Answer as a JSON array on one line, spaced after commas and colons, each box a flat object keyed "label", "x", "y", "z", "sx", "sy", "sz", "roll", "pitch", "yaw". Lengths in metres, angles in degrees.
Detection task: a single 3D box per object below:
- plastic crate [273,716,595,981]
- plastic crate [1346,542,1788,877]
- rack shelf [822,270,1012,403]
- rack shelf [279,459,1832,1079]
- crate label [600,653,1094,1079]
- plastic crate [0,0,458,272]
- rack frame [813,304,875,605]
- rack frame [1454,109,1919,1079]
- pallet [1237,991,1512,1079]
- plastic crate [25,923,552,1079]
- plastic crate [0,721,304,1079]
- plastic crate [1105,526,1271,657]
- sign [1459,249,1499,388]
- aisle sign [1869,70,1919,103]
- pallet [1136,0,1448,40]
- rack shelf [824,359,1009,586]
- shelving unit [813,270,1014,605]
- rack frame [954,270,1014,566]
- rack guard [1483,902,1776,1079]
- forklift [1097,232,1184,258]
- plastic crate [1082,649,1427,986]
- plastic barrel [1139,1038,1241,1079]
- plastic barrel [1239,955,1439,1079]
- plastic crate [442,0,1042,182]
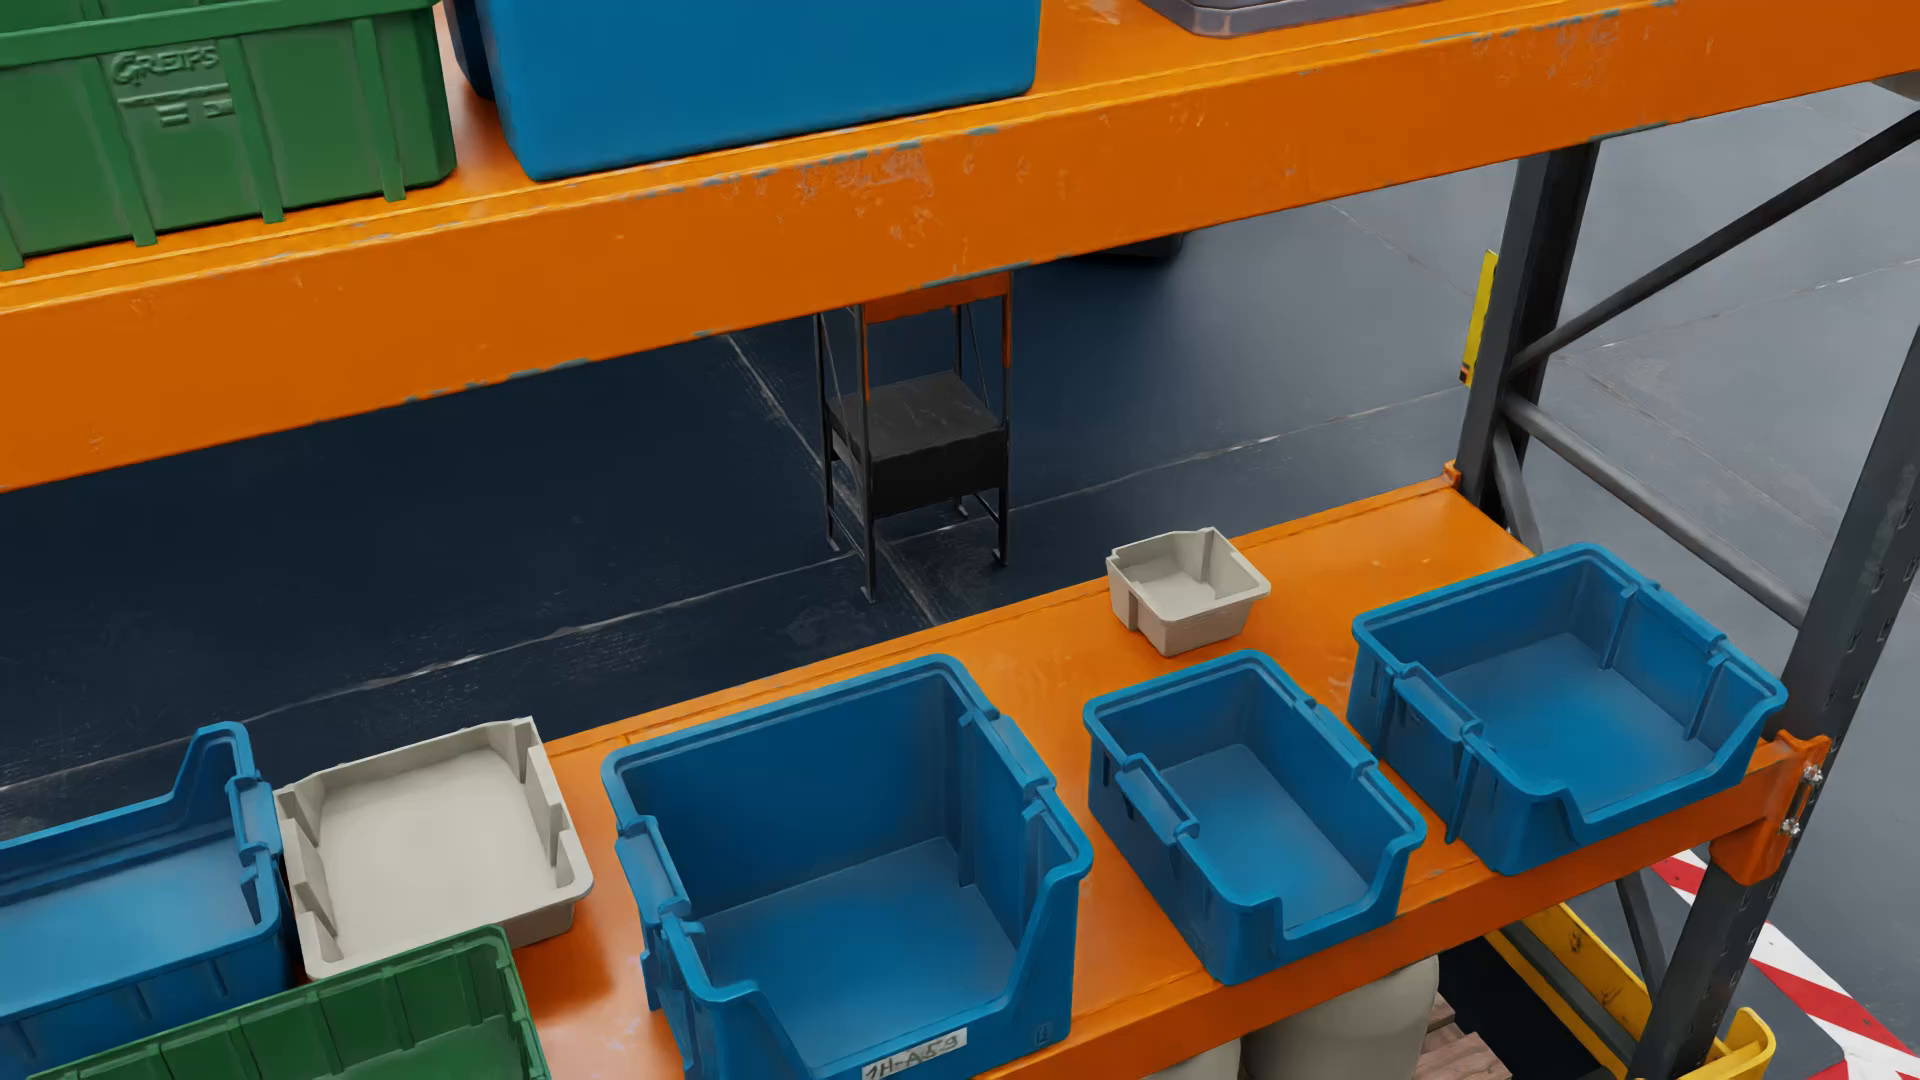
[{"label": "plastic crate", "x": -0.877, "y": 0.513, "z": 2.762, "sx": 0.437, "sy": 0.136, "sz": 0.530, "roll": -16, "pitch": 39, "yaw": -20}, {"label": "plastic crate", "x": 1.056, "y": 0.290, "z": 2.966, "sx": 0.616, "sy": 0.251, "sz": 0.499, "roll": -16, "pitch": 39, "yaw": -20}, {"label": "rack shelf", "x": -0.150, "y": -0.790, "z": 5.076, "sx": 0.480, "sy": 0.518, "sz": 0.431, "roll": -16, "pitch": 39, "yaw": -20}, {"label": "rack shelf", "x": -0.429, "y": 0.737, "z": 2.842, "sx": 4.000, "sy": 0.370, "sz": 1.077, "roll": -16, "pitch": 39, "yaw": -20}, {"label": "crate label", "x": -0.170, "y": 0.539, "z": 2.475, "sx": 0.616, "sy": 0.435, "sz": 0.502, "roll": -16, "pitch": 39, "yaw": -20}, {"label": "plastic crate", "x": -0.695, "y": -0.418, "z": 1.455, "sx": 0.450, "sy": 0.188, "sz": 0.336, "roll": -16, "pitch": 39, "yaw": -20}, {"label": "rack frame", "x": -0.371, "y": -0.740, "z": 4.985, "sx": 0.015, "sy": 2.100, "sz": 0.400, "roll": -16, "pitch": 39, "yaw": -20}, {"label": "rack frame", "x": 1.382, "y": -0.058, "z": 3.311, "sx": 0.127, "sy": 3.000, "sz": 1.000, "roll": -16, "pitch": 39, "yaw": -20}, {"label": "pallet", "x": 0.595, "y": 1.309, "z": 3.808, "sx": 1.213, "sy": 0.211, "sz": 1.003, "roll": -16, "pitch": 39, "yaw": -20}, {"label": "plastic crate", "x": -0.891, "y": 0.848, "z": 2.267, "sx": 0.662, "sy": 0.188, "sz": 0.450, "roll": -16, "pitch": 39, "yaw": -20}, {"label": "plastic crate", "x": -1.353, "y": 0.587, "z": 2.565, "sx": 0.616, "sy": 0.251, "sz": 0.499, "roll": -16, "pitch": 39, "yaw": -20}, {"label": "plastic crate", "x": 0.435, "y": 0.101, "z": 3.318, "sx": 0.250, "sy": 0.136, "sz": 0.298, "roll": -16, "pitch": 39, "yaw": -20}, {"label": "sign", "x": 1.152, "y": -0.467, "z": 3.630, "sx": 0.005, "sy": 0.325, "sz": 0.100, "roll": -16, "pitch": 39, "yaw": -20}, {"label": "aisle sign", "x": 1.573, "y": -0.960, "z": 2.345, "sx": 0.004, "sy": 0.787, "sz": 0.394, "roll": -16, "pitch": 39, "yaw": -20}, {"label": "pallet", "x": 0.591, "y": -1.030, "z": 2.262, "sx": 1.213, "sy": 0.211, "sz": 1.003, "roll": -16, "pitch": 39, "yaw": -20}, {"label": "rack shelf", "x": -0.150, "y": -0.228, "z": 5.493, "sx": 0.480, "sy": 0.518, "sz": 0.431, "roll": -16, "pitch": 39, "yaw": -20}, {"label": "shelving unit", "x": -0.150, "y": -0.801, "z": 5.068, "sx": 0.503, "sy": 2.100, "sz": 0.431, "roll": -16, "pitch": 39, "yaw": -20}, {"label": "rack frame", "x": 0.071, "y": -0.863, "z": 5.151, "sx": 0.015, "sy": 2.100, "sz": 0.400, "roll": -16, "pitch": 39, "yaw": -20}, {"label": "rack guard", "x": 1.333, "y": 0.990, "z": 3.995, "sx": 0.348, "sy": 0.500, "sz": 1.175, "roll": -16, "pitch": 39, "yaw": -20}, {"label": "forklift", "x": 0.747, "y": -3.294, "z": 7.730, "sx": 1.130, "sy": 2.935, "sz": 3.031, "roll": 7, "pitch": 37, "yaw": 10}, {"label": "plastic crate", "x": 0.465, "y": 0.451, "z": 2.749, "sx": 0.408, "sy": 0.251, "sz": 0.499, "roll": -16, "pitch": 39, "yaw": -20}, {"label": "plastic barrel", "x": 0.365, "y": 1.107, "z": 3.475, "sx": 0.421, "sy": 0.512, "sz": 0.421, "roll": 0, "pitch": 37, "yaw": 0}, {"label": "plastic barrel", "x": 0.818, "y": 0.980, "z": 3.646, "sx": 0.421, "sy": 0.512, "sz": 0.421, "roll": 0, "pitch": 37, "yaw": 0}, {"label": "plastic crate", "x": -0.217, "y": -0.611, "z": 1.552, "sx": 0.575, "sy": 0.384, "sz": 0.392, "roll": -16, "pitch": 39, "yaw": -20}]
